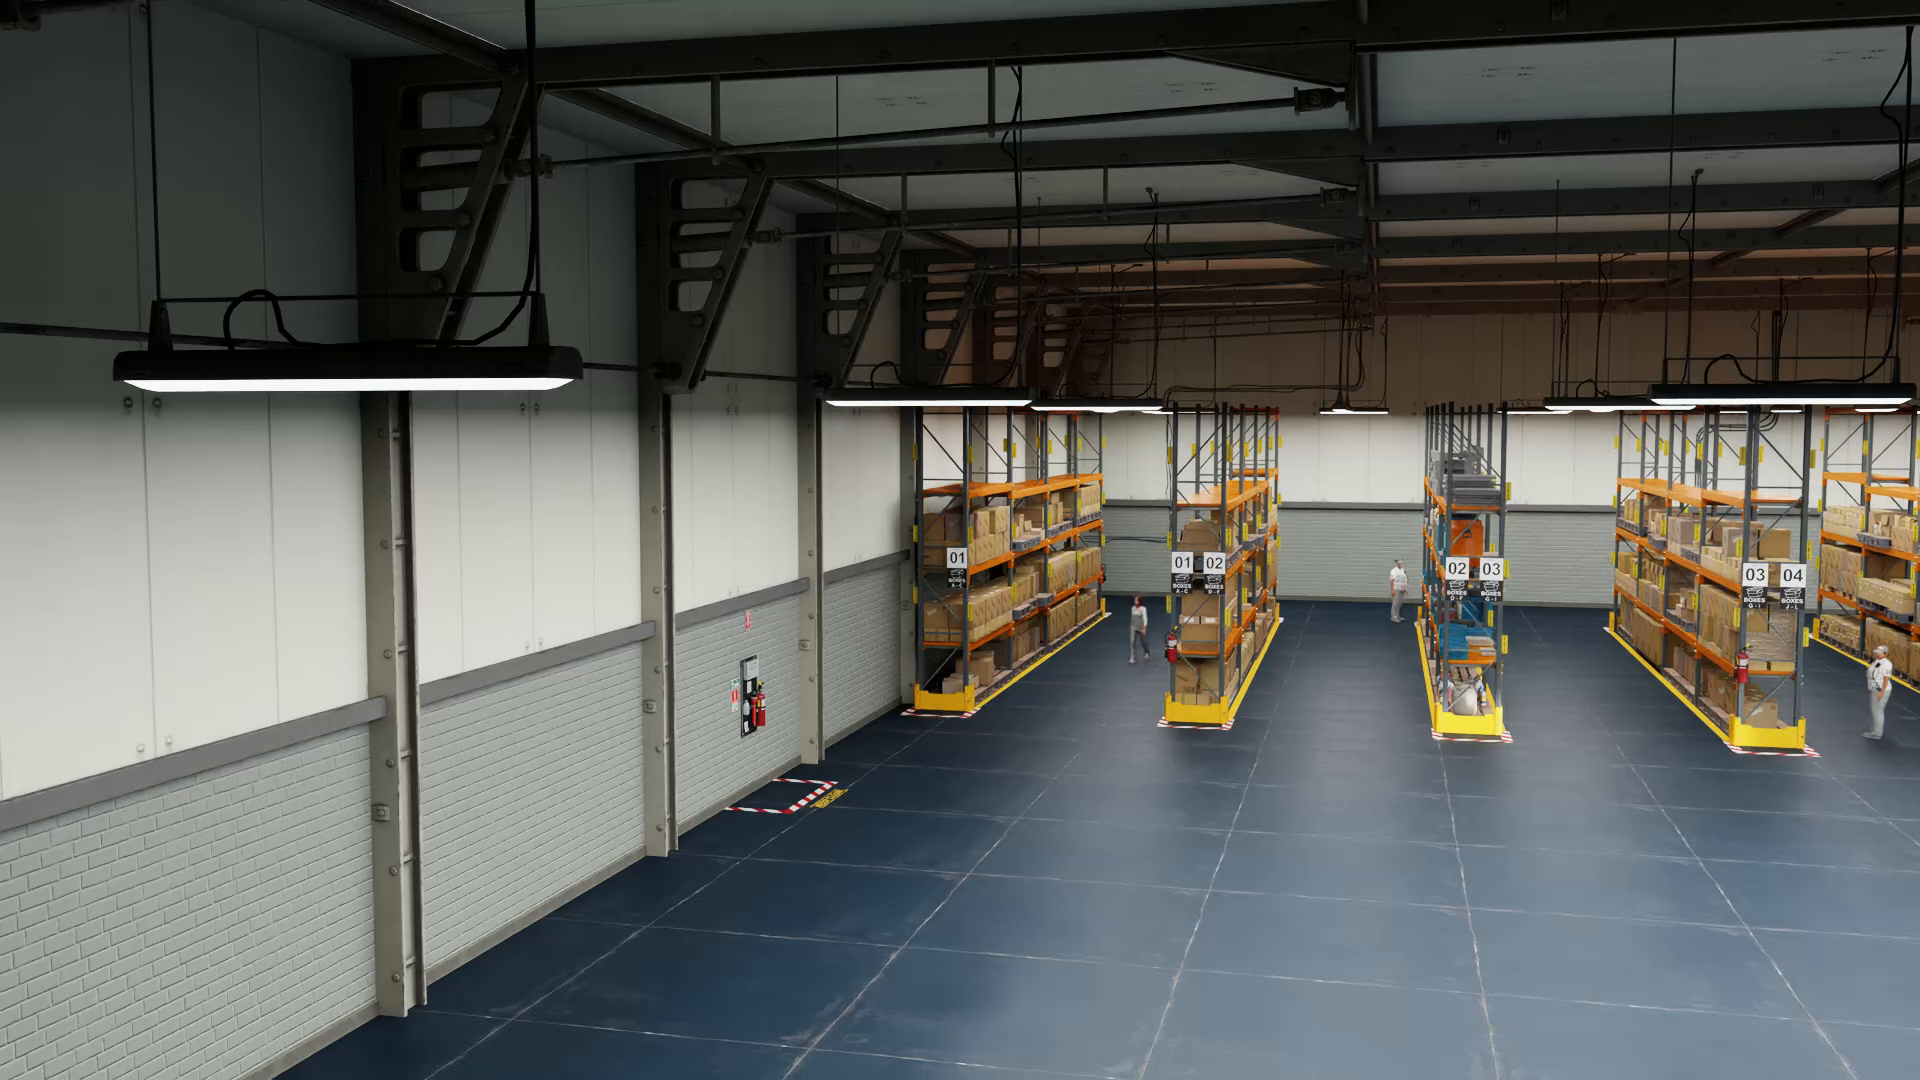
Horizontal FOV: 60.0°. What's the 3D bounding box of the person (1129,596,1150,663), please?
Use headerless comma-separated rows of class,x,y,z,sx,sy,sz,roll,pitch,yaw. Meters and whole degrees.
person,4.185,2.073,38.849,0.453,1.541,0.864,2,5,22

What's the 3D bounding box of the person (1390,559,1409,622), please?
person,12.321,1.404,46.667,0.610,1.794,0.415,-4,6,-42

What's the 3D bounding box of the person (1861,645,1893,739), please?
person,16.364,2.713,29.663,0.420,1.679,0.517,2,5,22
